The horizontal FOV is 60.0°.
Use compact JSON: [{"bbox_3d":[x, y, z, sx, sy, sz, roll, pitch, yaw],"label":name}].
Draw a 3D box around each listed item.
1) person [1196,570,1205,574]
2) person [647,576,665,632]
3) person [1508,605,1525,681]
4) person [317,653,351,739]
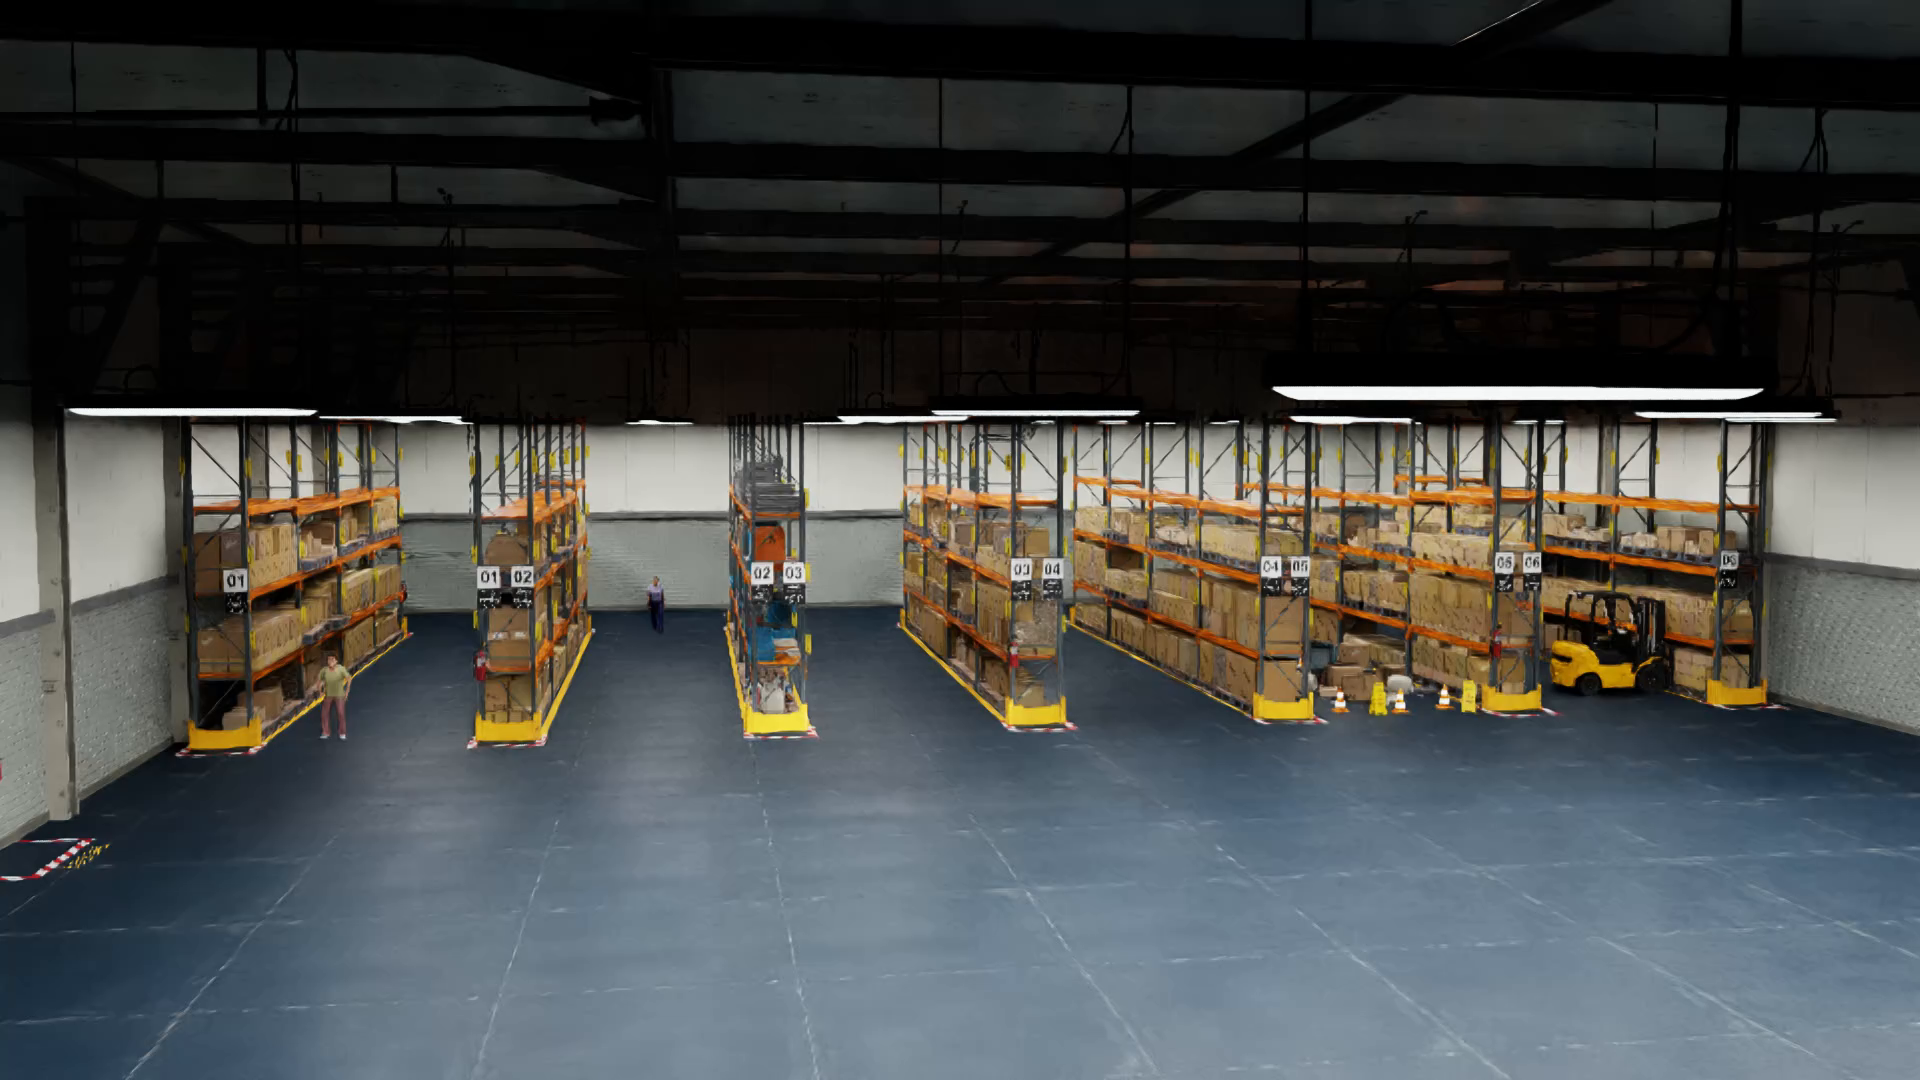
[{"bbox_3d":[6.937,1.628,47.917,0.409,1.662,0.608,0,4,-6],"label":"person"},{"bbox_3d":[-8.507,1.773,46.484,0.479,1.555,1.090,0,4,-7],"label":"person"},{"bbox_3d":[12.446,2.309,37.401,0.543,1.727,0.631,1,4,16],"label":"person"},{"bbox_3d":[-11.462,2.851,30.445,0.598,1.618,0.507,-1,4,-10],"label":"person"}]
